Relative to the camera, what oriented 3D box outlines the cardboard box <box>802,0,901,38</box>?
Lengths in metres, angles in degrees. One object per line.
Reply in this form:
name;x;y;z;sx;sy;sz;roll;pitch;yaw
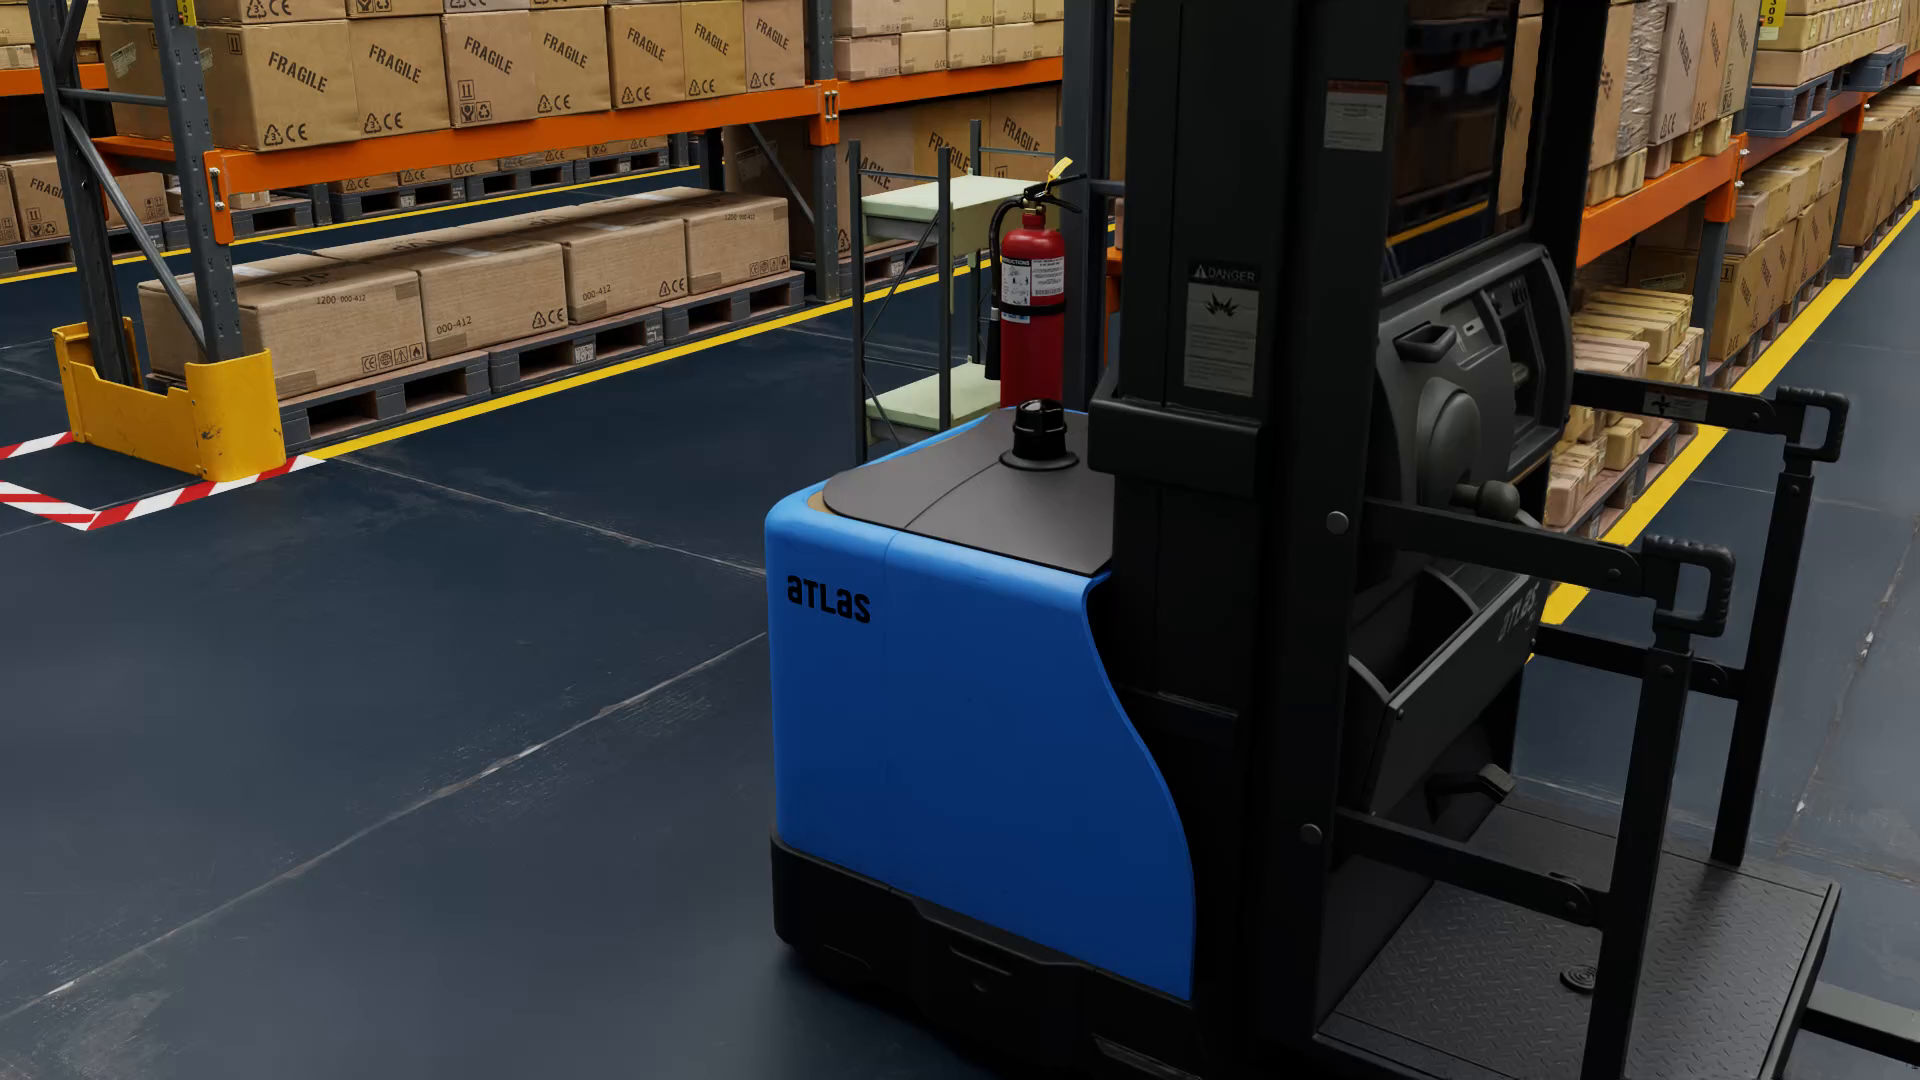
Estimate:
cardboard box;-0.705;-3.189;10.059;0.500;0.250;0.500;12;24;30

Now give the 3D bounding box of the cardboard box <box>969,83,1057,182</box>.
cardboard box;0.102;-2.865;12.144;0.875;0.875;0.875;14;24;32

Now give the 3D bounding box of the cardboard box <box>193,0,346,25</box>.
cardboard box;-2.928;-2.404;6.855;0.500;0.500;0.500;13;24;31

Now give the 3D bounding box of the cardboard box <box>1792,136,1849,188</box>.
cardboard box;5.047;-2.294;10.060;0.500;0.250;0.500;13;24;31

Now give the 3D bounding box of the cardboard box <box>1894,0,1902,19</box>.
cardboard box;5.313;-3.153;9.794;0.380;0.149;0.250;14;24;33

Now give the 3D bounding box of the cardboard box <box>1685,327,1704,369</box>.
cardboard box;3.051;-0.864;7.354;0.380;0.149;0.250;14;24;33

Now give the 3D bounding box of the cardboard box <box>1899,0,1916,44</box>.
cardboard box;6.257;-3.579;11.474;0.500;0.500;0.500;13;24;32

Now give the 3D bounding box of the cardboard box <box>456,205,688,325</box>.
cardboard box;-2.130;-1.533;9.173;0.875;0.438;0.875;12;24;30

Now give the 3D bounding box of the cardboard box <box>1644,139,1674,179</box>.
cardboard box;2.451;-1.459;6.248;0.380;0.149;0.250;12;23;30

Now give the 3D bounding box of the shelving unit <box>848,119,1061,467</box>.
shelving unit;0.004;-0.705;6.010;0.431;1.500;0.755;13;24;32

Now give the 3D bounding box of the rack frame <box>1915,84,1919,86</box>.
rack frame;7.463;-4.313;13.601;1.000;3.000;0.127;13;24;32

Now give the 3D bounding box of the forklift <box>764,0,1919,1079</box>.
forklift;1.085;-0.287;2.816;3.031;2.935;1.130;14;24;32

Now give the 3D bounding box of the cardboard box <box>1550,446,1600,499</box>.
cardboard box;2.135;-0.264;6.159;0.380;0.149;0.250;13;24;32

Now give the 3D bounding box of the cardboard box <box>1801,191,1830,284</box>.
cardboard box;4.765;-1.802;9.810;0.500;0.500;0.500;14;25;34

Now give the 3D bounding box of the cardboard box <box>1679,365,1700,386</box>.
cardboard box;3.027;-0.698;7.333;0.380;0.149;0.250;14;24;32

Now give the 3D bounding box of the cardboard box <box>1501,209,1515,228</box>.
cardboard box;1.475;-0.929;4.814;0.380;0.149;0.250;12;24;30

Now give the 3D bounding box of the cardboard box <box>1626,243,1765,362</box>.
cardboard box;3.600;-1.202;8.190;0.500;0.500;0.500;14;25;34

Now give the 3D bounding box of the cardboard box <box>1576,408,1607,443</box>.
cardboard box;2.257;-0.501;6.372;0.380;0.149;0.250;12;23;29

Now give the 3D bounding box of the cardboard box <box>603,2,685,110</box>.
cardboard box;-1.790;-2.522;8.615;0.500;0.500;0.500;13;24;31

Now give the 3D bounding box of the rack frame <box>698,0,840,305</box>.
rack frame;-1.185;-2.954;9.927;1.000;3.000;0.127;13;24;32

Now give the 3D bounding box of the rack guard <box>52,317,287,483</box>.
rack guard;-3.447;-0.627;7.239;1.175;0.500;0.348;13;24;32

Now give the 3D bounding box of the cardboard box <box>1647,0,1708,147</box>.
cardboard box;2.354;-1.719;6.015;0.500;0.500;0.500;13;24;32

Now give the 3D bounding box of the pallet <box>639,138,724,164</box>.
pallet;-2.549;-3.989;16.745;1.003;0.211;1.213;13;24;32

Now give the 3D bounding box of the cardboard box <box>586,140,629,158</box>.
cardboard box;-3.394;-3.788;15.180;0.500;0.500;0.500;13;24;31

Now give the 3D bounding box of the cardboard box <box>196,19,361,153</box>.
cardboard box;-2.926;-1.935;7.028;0.500;0.500;0.500;13;24;31

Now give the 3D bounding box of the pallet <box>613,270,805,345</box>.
pallet;-1.677;-1.443;9.862;1.003;0.211;1.213;13;24;32

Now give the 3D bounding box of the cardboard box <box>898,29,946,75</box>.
cardboard box;-0.430;-3.107;10.557;0.500;0.250;0.500;13;24;31

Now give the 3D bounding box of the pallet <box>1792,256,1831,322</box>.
pallet;4.774;-1.633;10.377;1.003;0.211;1.213;13;24;32

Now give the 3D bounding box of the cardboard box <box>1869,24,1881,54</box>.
cardboard box;4.889;-2.798;9.261;0.380;0.149;0.250;13;24;31

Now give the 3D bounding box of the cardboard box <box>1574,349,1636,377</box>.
cardboard box;2.308;-0.615;6.250;0.380;0.149;0.250;12;24;30

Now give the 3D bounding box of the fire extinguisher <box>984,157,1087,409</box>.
fire extinguisher;0.194;-0.676;4.419;0.296;0.674;0.183;13;24;32

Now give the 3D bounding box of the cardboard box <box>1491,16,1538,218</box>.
cardboard box;1.198;-1.131;4.426;0.500;0.500;0.500;15;25;34

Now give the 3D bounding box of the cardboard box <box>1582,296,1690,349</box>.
cardboard box;2.870;-0.922;7.082;0.380;0.149;0.250;14;24;32

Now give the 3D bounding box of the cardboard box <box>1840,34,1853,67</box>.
cardboard box;4.297;-2.496;8.445;0.380;0.149;0.250;13;24;31

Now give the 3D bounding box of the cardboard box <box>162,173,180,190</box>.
cardboard box;-5.859;-2.713;12.547;0.500;0.311;0.500;14;25;34

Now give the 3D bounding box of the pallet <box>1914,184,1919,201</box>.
pallet;7.955;-3.208;14.633;1.003;0.211;1.213;13;24;32

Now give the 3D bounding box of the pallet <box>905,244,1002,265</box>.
pallet;-0.129;-2.234;11.999;1.003;0.211;1.213;13;24;32

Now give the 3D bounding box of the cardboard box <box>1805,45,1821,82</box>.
cardboard box;3.718;-2.201;7.647;0.380;0.149;0.250;14;24;33

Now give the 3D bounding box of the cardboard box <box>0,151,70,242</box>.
cardboard box;-6.226;-2.325;11.223;0.500;0.500;0.500;14;24;33

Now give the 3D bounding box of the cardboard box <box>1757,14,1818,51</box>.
cardboard box;3.567;-2.259;7.378;0.380;0.149;0.250;14;24;33

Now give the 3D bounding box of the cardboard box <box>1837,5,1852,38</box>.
cardboard box;4.152;-2.561;8.192;0.380;0.149;0.250;14;25;34

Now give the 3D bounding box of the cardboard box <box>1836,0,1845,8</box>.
cardboard box;4.008;-2.624;7.935;0.380;0.149;0.250;13;24;31

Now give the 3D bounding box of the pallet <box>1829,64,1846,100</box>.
pallet;4.135;-2.499;8.974;1.003;0.211;1.213;13;24;32

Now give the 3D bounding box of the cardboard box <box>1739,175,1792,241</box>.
cardboard box;3.897;-1.708;8.474;0.500;0.250;0.500;14;25;33

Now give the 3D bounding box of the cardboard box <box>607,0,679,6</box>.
cardboard box;-1.792;-2.989;8.435;0.500;0.500;0.500;14;24;33

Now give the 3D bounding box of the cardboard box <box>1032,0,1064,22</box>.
cardboard box;0.445;-3.778;11.652;0.500;0.250;0.500;13;24;30

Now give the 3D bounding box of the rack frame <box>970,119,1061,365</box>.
rack frame;0.209;-0.810;6.294;0.400;1.500;0.023;13;24;32

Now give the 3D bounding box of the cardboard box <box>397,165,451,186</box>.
cardboard box;-4.543;-3.195;13.577;0.500;0.500;0.500;13;24;31

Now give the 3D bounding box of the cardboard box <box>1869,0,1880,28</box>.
cardboard box;4.736;-2.858;8.995;0.380;0.149;0.250;13;24;31

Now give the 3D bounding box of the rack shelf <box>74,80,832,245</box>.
rack shelf;-2.309;-2.043;8.500;1.077;0.370;4.000;13;24;32

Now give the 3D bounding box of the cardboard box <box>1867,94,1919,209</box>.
cardboard box;6.643;-2.983;12.643;1.050;0.750;0.750;13;24;32

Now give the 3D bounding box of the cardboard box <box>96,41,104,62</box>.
cardboard box;-5.807;-3.355;11.374;0.380;0.149;0.250;13;24;31

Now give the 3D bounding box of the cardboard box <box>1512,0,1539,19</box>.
cardboard box;1.189;-1.602;4.259;0.500;0.500;0.500;13;24;31
